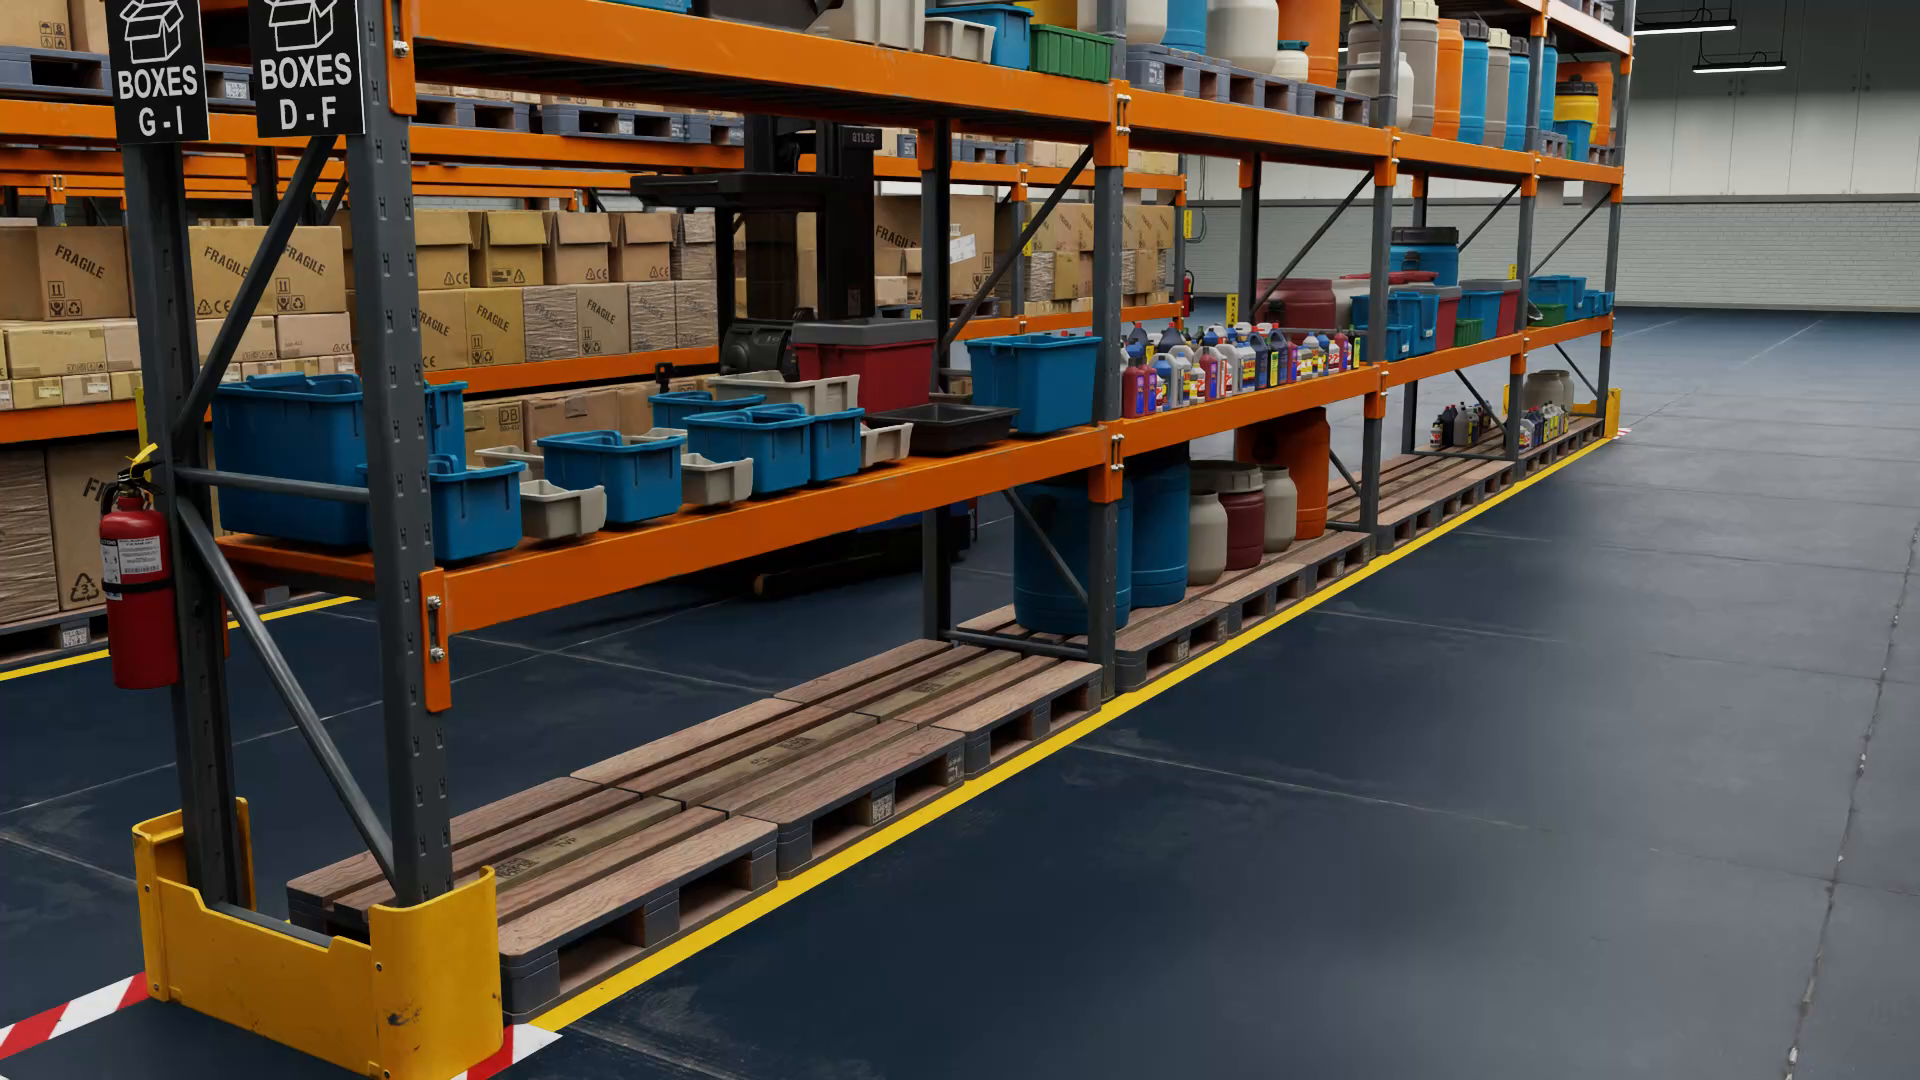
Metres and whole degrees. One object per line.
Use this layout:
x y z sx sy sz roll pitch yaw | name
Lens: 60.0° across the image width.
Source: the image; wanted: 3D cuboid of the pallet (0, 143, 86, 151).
-7.734 -3.196 13.148 1.213 0.211 1.003 6 12 31 | pallet

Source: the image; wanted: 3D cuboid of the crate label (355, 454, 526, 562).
-1.393 -0.090 4.488 0.416 0.233 0.303 6 12 31 | crate label

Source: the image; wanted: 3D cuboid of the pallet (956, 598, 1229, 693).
0.710 0.489 8.682 1.003 0.211 1.213 6 12 31 | pallet

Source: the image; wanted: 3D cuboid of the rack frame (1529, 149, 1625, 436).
6.504 -2.651 17.880 1.000 3.000 0.127 6 12 31 | rack frame

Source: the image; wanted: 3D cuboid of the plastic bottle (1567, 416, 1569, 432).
5.925 -1.161 16.330 0.097 0.201 0.097 0 11 0 | plastic bottle

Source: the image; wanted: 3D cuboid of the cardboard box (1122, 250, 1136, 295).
1.508 -3.071 19.043 0.875 0.500 0.500 6 12 31 | cardboard box

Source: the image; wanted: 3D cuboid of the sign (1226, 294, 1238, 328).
1.877 -1.525 11.419 0.100 0.325 0.005 6 12 31 | sign

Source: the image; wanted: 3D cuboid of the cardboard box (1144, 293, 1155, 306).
2.083 -2.853 19.640 0.380 0.149 0.250 6 12 31 | cardboard box

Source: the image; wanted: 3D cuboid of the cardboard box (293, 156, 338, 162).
-6.149 -3.766 15.408 0.500 0.500 0.500 6 12 31 | cardboard box

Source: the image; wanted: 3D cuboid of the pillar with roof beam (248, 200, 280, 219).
-7.896 -7.059 25.120 9.100 9.000 0.400 6 12 31 | pillar with roof beam

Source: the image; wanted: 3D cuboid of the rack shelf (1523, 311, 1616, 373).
5.466 -1.983 16.266 1.077 0.370 4.000 6 12 31 | rack shelf

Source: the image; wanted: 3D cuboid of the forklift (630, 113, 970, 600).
-1.314 -1.186 10.239 1.130 2.935 3.031 10 15 43 | forklift

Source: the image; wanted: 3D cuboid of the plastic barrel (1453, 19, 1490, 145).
3.670 -3.437 12.560 0.600 0.901 0.708 6 12 31 | plastic barrel

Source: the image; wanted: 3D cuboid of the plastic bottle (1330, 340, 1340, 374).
2.310 -1.138 10.338 0.097 0.201 0.097 0 11 0 | plastic bottle

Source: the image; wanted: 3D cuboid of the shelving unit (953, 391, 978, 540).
-0.028 -0.508 11.727 0.215 1.050 0.252 6 12 31 | shelving unit

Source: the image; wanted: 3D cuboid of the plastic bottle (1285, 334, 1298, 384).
1.912 -1.052 9.652 0.061 0.283 0.133 6 12 31 | plastic bottle

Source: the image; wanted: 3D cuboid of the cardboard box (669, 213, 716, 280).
-2.276 -2.295 12.979 0.797 0.503 0.637 7 13 33 | cardboard box

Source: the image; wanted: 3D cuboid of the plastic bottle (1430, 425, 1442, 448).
4.349 -0.950 15.200 0.097 0.201 0.097 0 11 0 | plastic bottle

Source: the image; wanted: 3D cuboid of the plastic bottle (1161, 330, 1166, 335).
1.211 -1.121 10.024 0.061 0.283 0.133 6 12 31 | plastic bottle

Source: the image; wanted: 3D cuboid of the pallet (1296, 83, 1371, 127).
1.870 -2.664 10.308 1.003 0.211 1.213 6 12 31 | pallet

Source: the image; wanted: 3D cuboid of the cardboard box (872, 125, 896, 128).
-0.897 -3.844 14.469 0.500 0.500 0.500 6 12 29 | cardboard box

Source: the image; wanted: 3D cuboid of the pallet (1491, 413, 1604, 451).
6.078 -1.137 17.369 1.003 0.211 1.213 6 12 31 | pallet

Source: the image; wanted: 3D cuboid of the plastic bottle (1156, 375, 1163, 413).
0.942 -0.724 8.126 0.097 0.201 0.097 0 11 0 | plastic bottle

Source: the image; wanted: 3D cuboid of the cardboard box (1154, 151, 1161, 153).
2.110 -4.564 19.271 0.380 0.149 0.250 6 12 28 | cardboard box

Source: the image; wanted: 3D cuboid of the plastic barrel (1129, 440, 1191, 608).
0.938 -0.134 8.996 0.600 0.901 0.708 6 12 31 | plastic barrel

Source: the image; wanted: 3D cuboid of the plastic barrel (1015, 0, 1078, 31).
0.574 -2.700 8.337 0.600 0.588 0.600 0 11 0 | plastic barrel

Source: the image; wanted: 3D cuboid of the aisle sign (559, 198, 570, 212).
-5.919 -5.331 25.129 0.394 0.787 0.004 6 12 31 | aisle sign

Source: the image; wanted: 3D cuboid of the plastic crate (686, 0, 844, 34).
-0.775 -1.793 5.311 0.504 0.338 0.767 6 12 31 | plastic crate

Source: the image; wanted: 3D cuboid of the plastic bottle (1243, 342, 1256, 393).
1.575 -0.950 9.143 0.097 0.271 0.097 0 11 0 | plastic bottle

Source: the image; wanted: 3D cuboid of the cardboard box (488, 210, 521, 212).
-6.724 -4.488 23.893 0.700 0.500 0.500 6 12 30 | cardboard box

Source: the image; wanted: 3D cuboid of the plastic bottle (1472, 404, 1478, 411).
5.066 -1.202 16.354 0.097 0.271 0.097 0 11 0 | plastic bottle

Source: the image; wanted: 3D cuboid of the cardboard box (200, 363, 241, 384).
-4.238 -0.913 9.278 0.380 0.149 0.250 7 12 32 | cardboard box

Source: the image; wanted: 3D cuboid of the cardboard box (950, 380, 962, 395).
-0.407 -1.315 16.341 0.700 0.500 0.500 6 12 30 | cardboard box

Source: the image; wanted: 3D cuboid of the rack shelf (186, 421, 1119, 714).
-0.765 -0.096 6.185 1.077 0.370 4.000 6 12 31 | rack shelf

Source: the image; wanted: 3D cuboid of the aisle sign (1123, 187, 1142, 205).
2.047 -4.441 20.373 0.394 0.787 0.004 6 12 31 | aisle sign

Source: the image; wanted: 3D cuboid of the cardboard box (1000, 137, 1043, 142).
0.626 -4.114 16.864 0.380 0.149 0.250 6 12 29 | cardboard box

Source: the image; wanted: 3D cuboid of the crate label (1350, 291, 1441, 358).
3.097 -1.541 11.852 0.502 0.435 0.616 6 12 31 | crate label

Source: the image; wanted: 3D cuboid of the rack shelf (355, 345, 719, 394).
-2.921 -1.198 12.073 1.077 0.370 4.000 6 12 31 | rack shelf

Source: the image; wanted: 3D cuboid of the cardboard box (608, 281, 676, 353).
-2.458 -1.654 12.283 0.500 0.500 0.500 6 12 29 | cardboard box

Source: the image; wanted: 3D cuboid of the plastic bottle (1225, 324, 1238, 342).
1.766 -1.277 10.889 0.097 0.271 0.097 0 11 0 | plastic bottle

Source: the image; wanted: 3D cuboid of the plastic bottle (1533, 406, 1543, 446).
5.299 -1.053 15.348 0.144 0.351 0.185 6 12 28 | plastic bottle

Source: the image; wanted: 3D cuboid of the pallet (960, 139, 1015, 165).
-0.217 -3.791 16.324 1.213 0.211 1.003 6 12 31 | pallet

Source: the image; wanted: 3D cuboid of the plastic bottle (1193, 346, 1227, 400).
1.320 -0.885 8.782 0.152 0.276 0.135 6 12 31 | plastic bottle

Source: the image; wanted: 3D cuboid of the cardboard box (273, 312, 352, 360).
-3.964 -1.215 9.808 0.500 0.250 0.500 6 12 30 | cardboard box

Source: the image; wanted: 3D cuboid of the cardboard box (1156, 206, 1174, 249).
2.196 -3.701 19.690 0.500 0.500 0.500 6 12 31 | cardboard box

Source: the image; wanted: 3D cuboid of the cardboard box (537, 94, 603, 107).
-2.925 -3.275 11.635 0.797 0.503 0.637 6 12 30 | cardboard box

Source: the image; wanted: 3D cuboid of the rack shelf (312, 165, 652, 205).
-5.031 -3.791 17.773 1.077 0.370 4.000 6 12 31 | rack shelf

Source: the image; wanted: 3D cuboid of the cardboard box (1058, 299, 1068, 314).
0.932 -2.497 17.739 0.380 0.149 0.250 6 12 31 | cardboard box

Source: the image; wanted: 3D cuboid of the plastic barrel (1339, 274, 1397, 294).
3.138 -1.776 12.835 0.433 0.535 0.433 0 11 0 | plastic barrel

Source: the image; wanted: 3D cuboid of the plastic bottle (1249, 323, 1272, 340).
1.980 -1.281 10.894 0.152 0.276 0.135 6 12 31 | plastic bottle

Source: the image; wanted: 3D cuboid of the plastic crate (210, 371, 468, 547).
-1.789 -0.252 4.806 0.616 0.435 0.499 6 12 31 | plastic crate

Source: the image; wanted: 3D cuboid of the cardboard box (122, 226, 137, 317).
-4.689 -1.551 9.562 0.500 0.500 0.500 6 12 31 | cardboard box

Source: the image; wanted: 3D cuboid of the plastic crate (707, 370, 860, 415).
-0.676 -0.513 6.615 0.437 0.282 0.530 6 12 31 | plastic crate

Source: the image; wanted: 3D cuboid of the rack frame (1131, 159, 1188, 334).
2.271 -3.125 20.407 1.000 3.000 0.127 6 12 31 | rack frame
